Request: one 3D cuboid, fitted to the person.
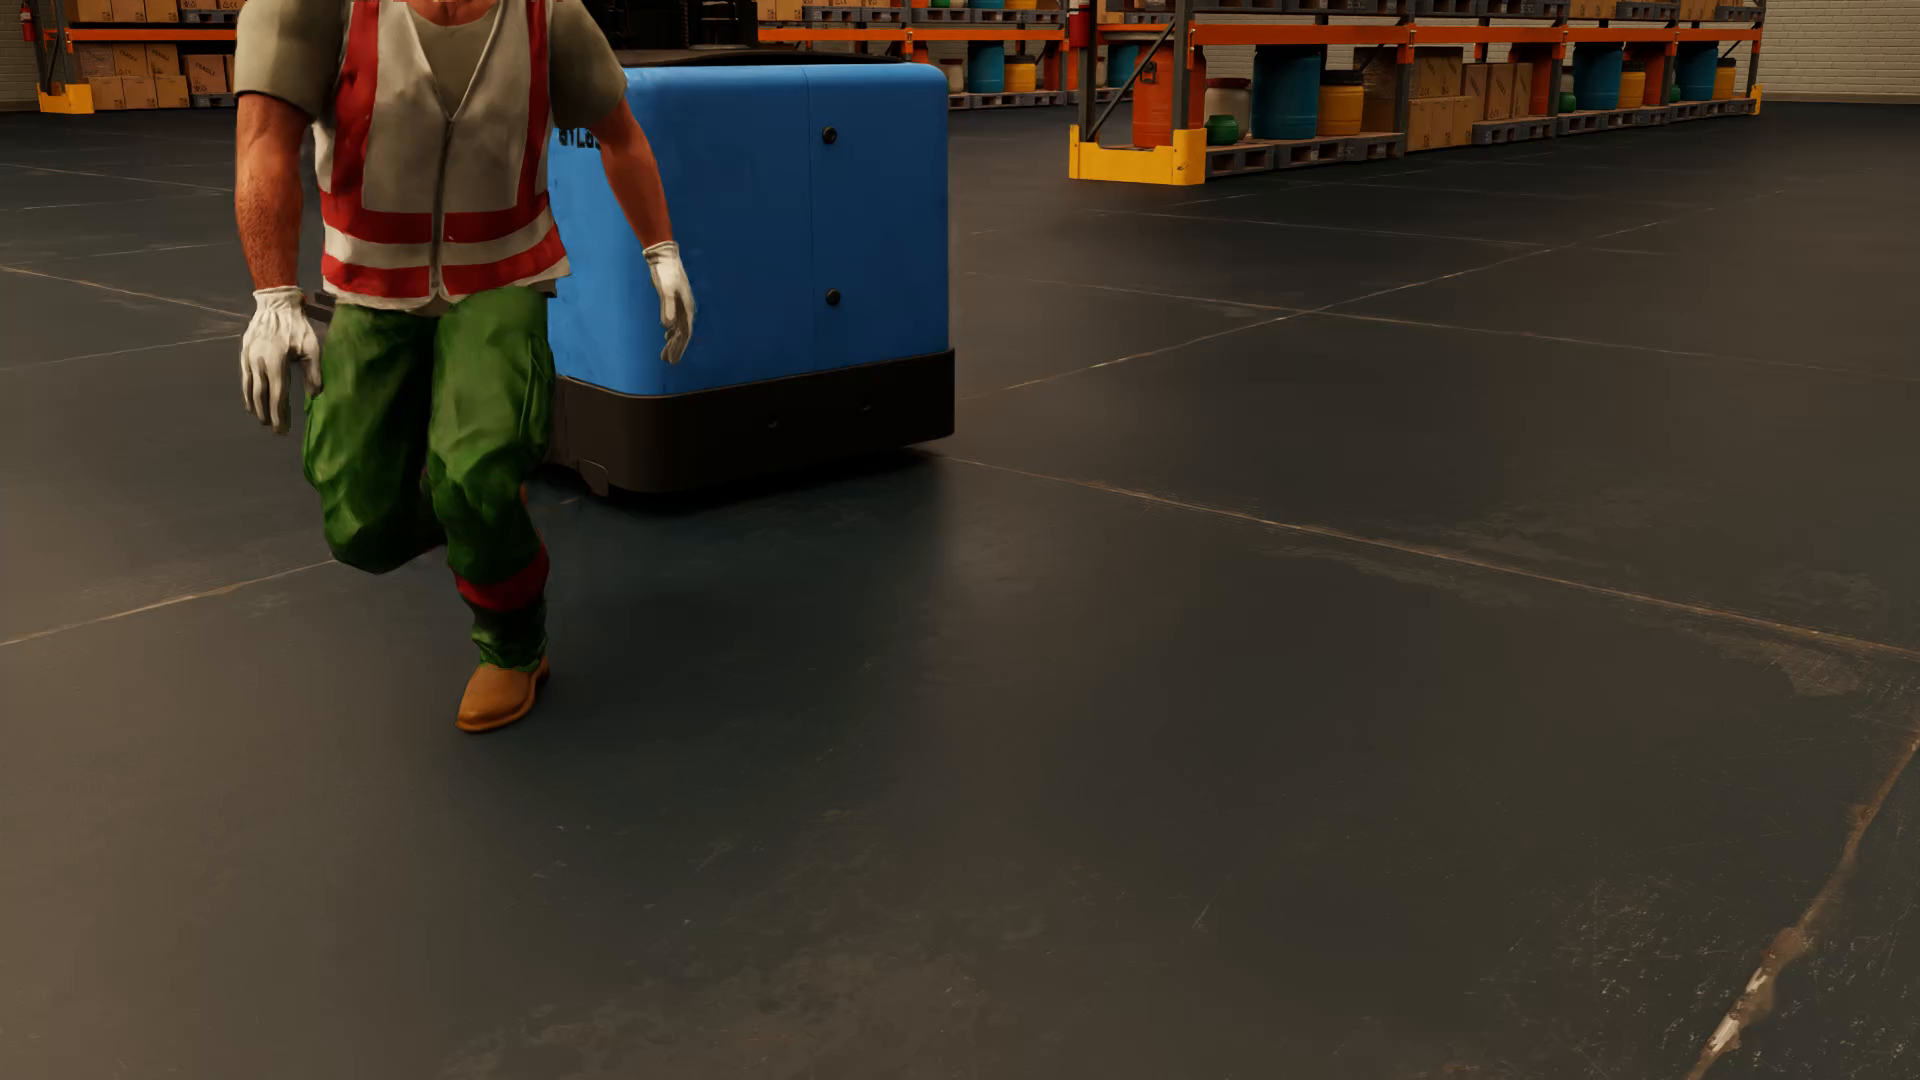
[{"bbox_3d":[-0.818,-0.476,2.880,0.710,1.559,0.725,-3,17,-11],"label":"person"}]

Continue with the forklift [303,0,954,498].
[{"bbox_3d":[-1.367,-1.866,5.041,1.130,2.935,3.031,-14,22,-39],"label":"forklift"}]
